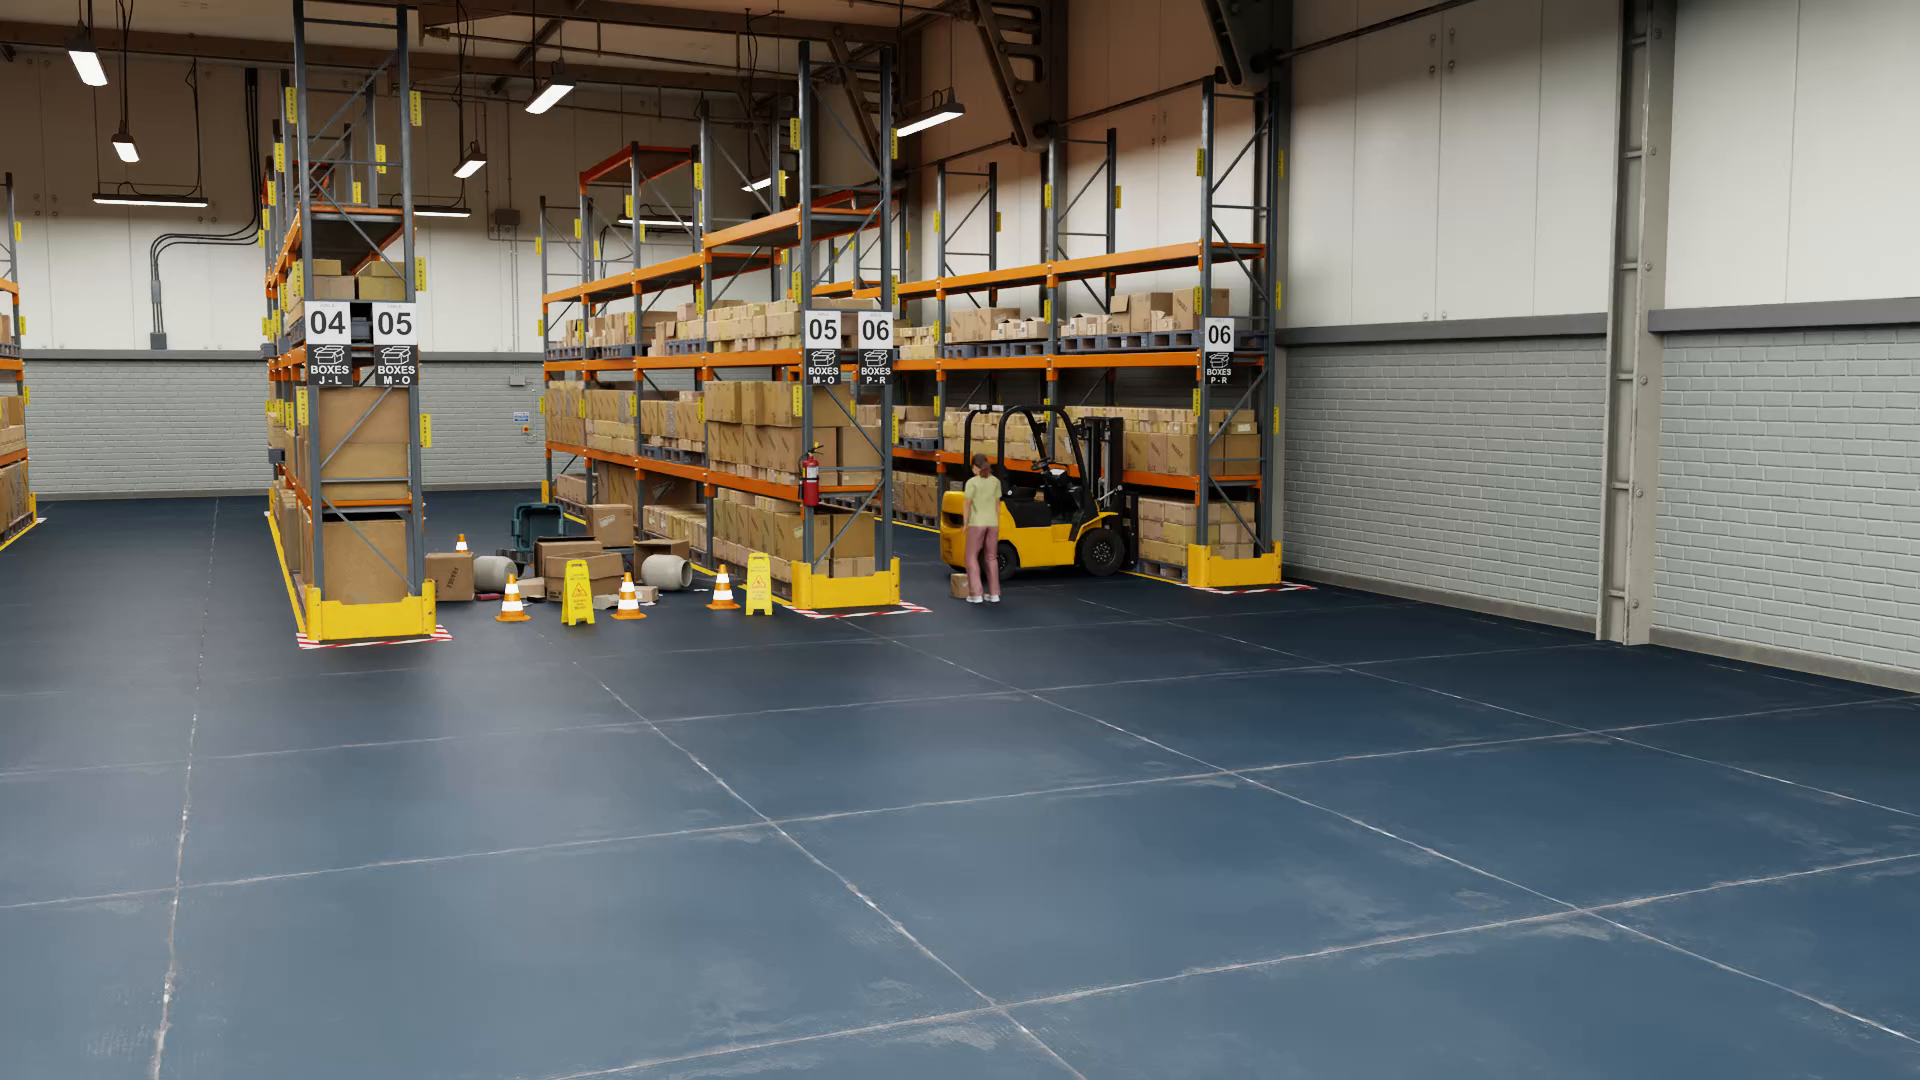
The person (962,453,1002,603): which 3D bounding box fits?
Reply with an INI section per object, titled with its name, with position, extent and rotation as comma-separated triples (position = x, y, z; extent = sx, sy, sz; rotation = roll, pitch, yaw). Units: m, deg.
[person]
position = 0.238, -0.132, 18.481
extent = 0.458, 1.657, 0.344
rotation = -2, 6, -22
